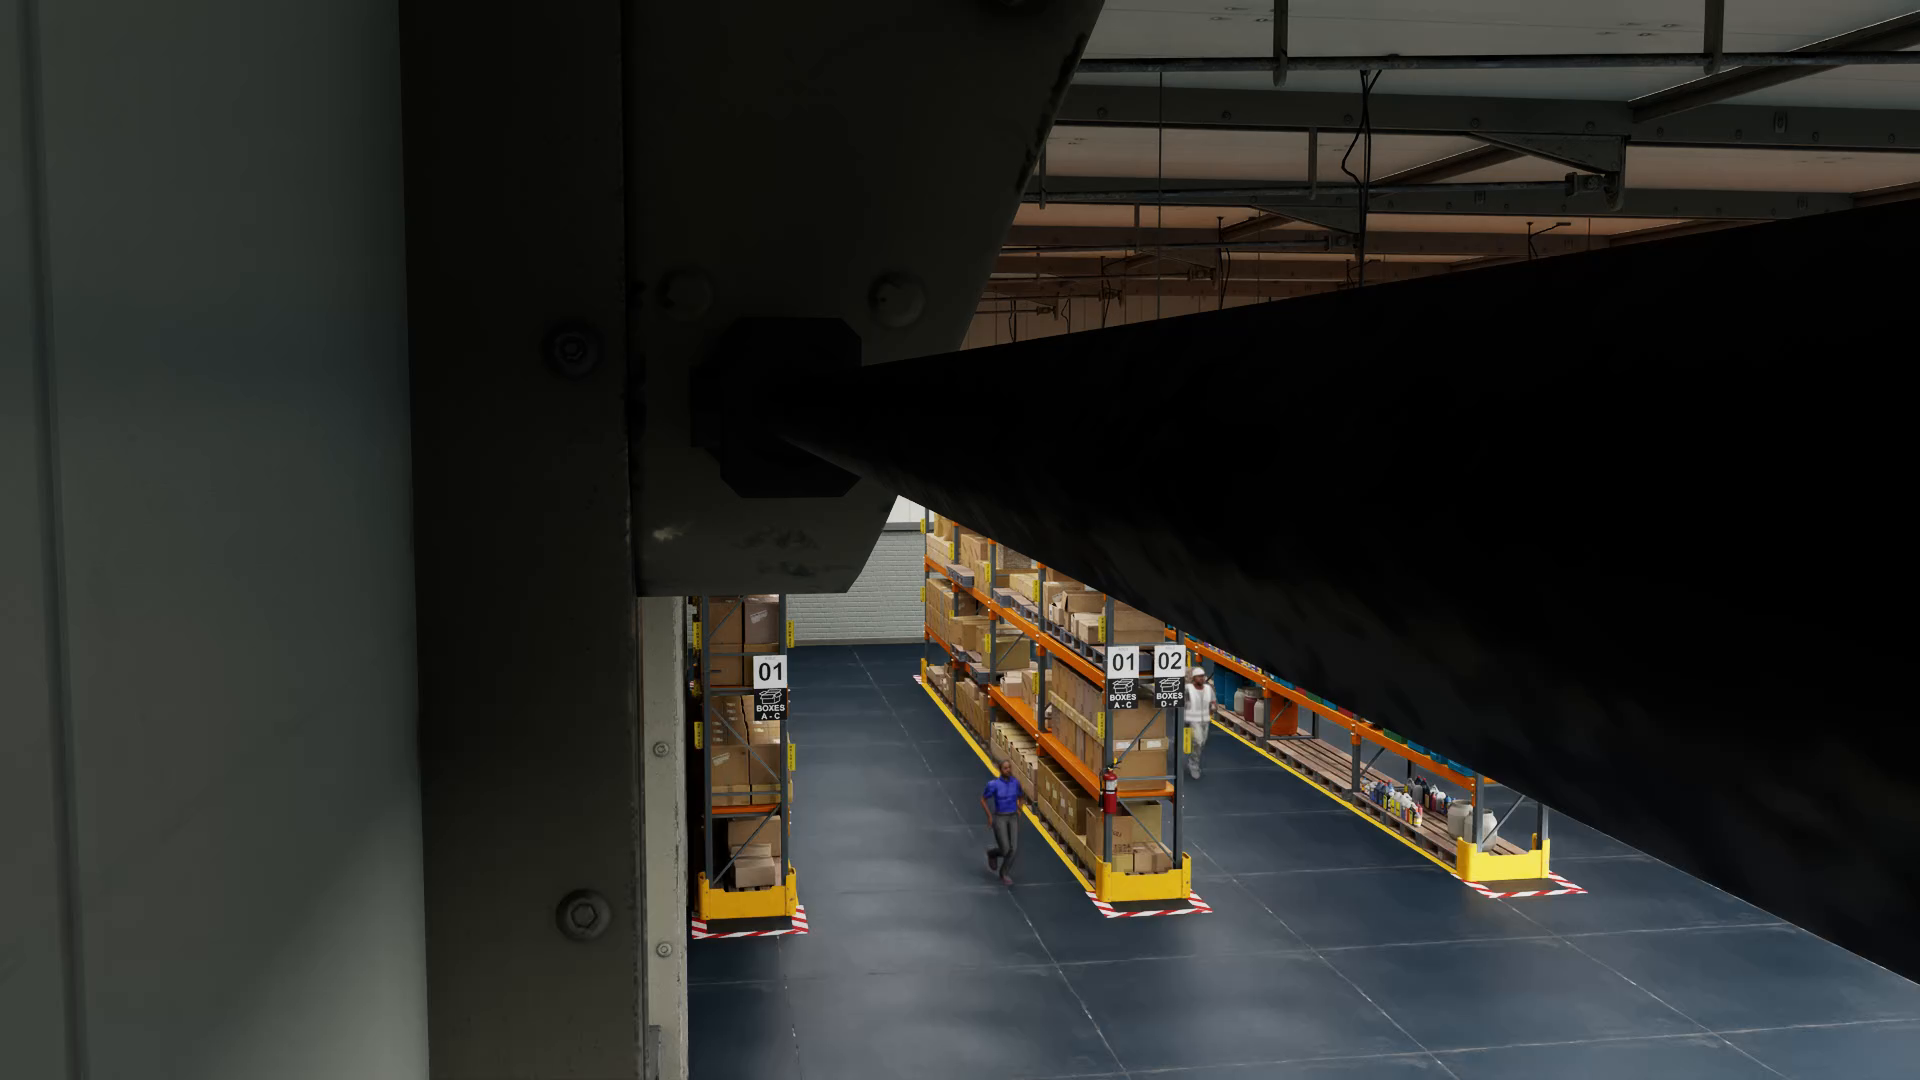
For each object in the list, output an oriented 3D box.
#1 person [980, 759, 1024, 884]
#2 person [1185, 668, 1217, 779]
[{"bbox_3d":[0.584,3.642,21.548,0.575,1.615,0.560,-2,5,-22],"label":"person"},{"bbox_3d":[3.940,3.026,27.514,0.659,1.825,0.747,-2,5,-23],"label":"person"}]
